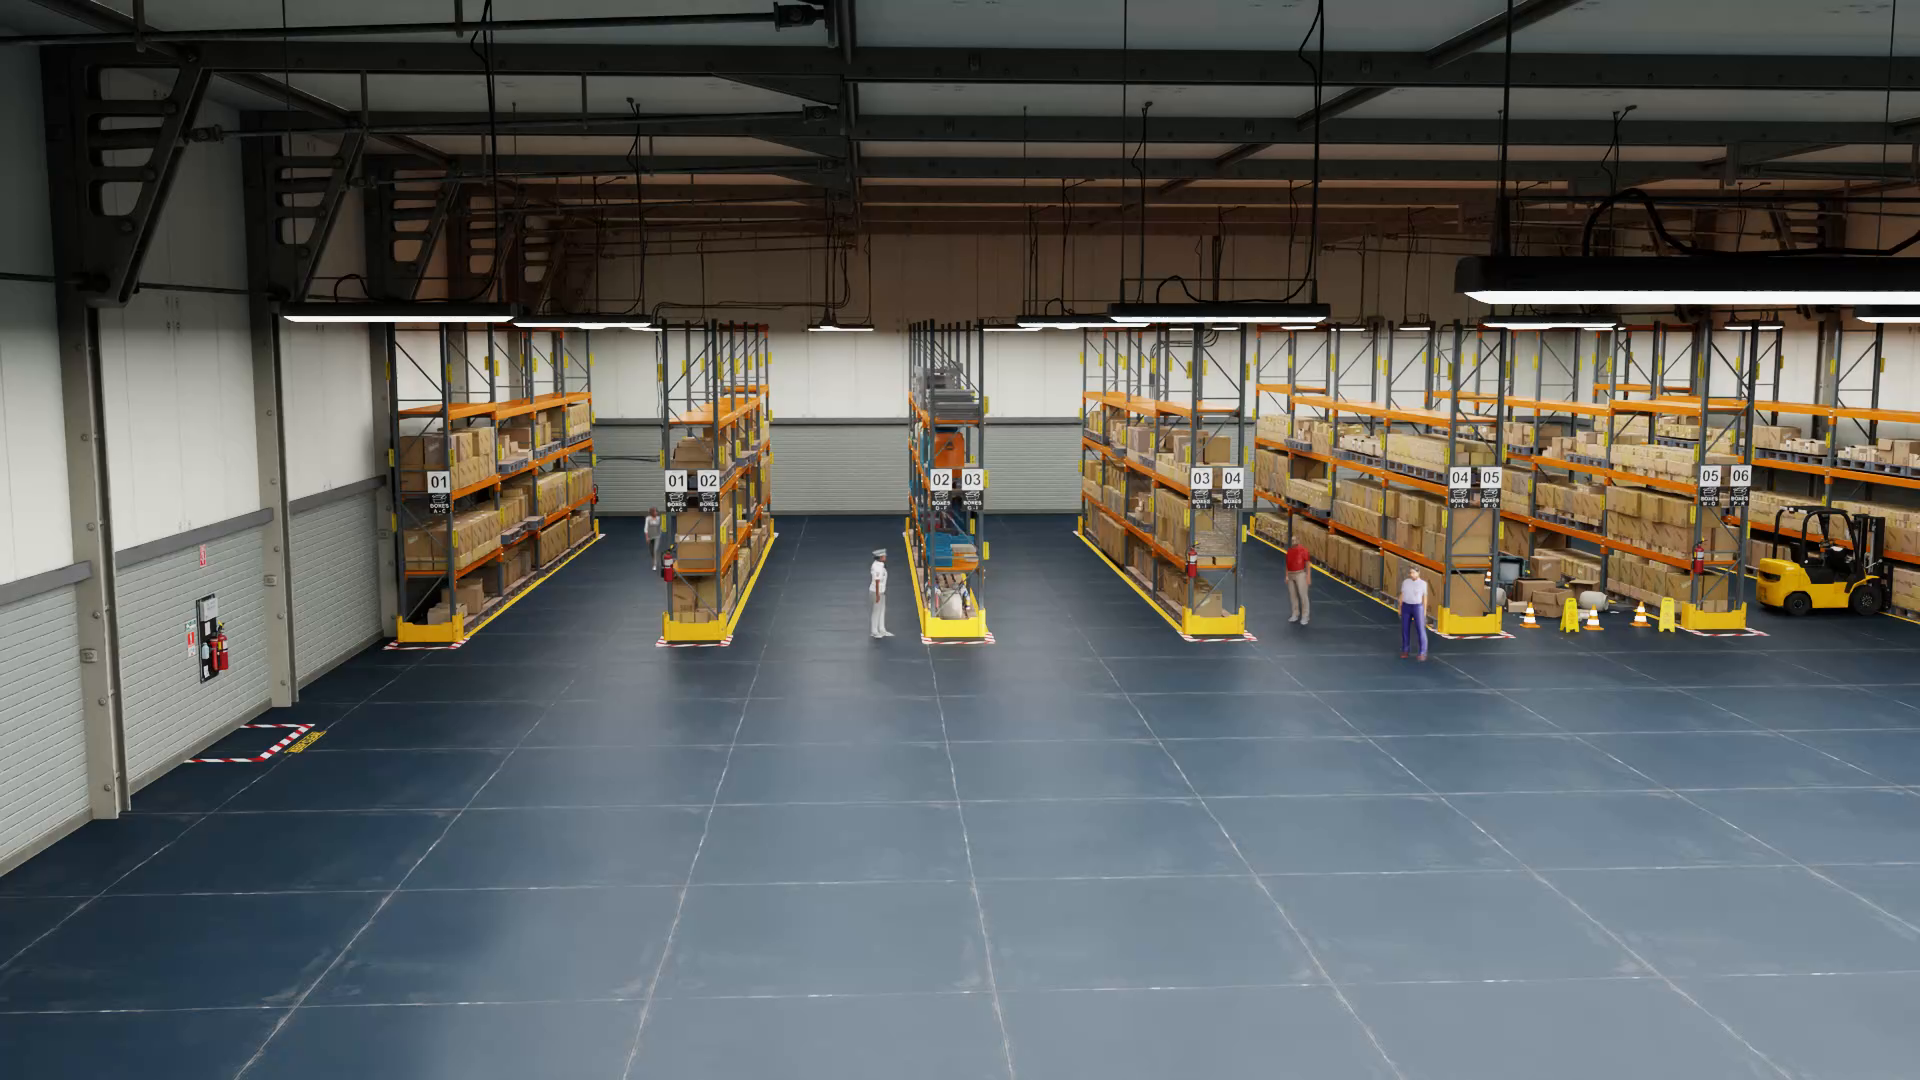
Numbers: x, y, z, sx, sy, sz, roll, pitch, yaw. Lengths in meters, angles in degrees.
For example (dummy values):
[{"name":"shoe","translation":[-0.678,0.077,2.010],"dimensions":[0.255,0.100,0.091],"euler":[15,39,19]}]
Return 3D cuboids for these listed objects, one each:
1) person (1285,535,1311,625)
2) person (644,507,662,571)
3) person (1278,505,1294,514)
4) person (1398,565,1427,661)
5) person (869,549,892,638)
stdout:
[{"name":"person","translation":[6.732,0.774,33.215],"dimensions":[0.441,1.750,0.652],"euler":[-6,10,-42]},{"name":"person","translation":[-7.468,-0.039,40.498],"dimensions":[0.389,1.538,0.916],"euler":[0,7,1]},{"name":"person","translation":[9.880,-1.398,50.647],"dimensions":[0.547,1.710,0.535],"euler":[-7,10,-43]},{"name":"person","translation":[8.034,1.289,29.485],"dimensions":[0.536,1.682,0.407],"euler":[5,8,33]},{"name":"person","translation":[-1.518,1.006,31.527],"dimensions":[0.419,1.690,0.484],"euler":[0,7,4]}]
